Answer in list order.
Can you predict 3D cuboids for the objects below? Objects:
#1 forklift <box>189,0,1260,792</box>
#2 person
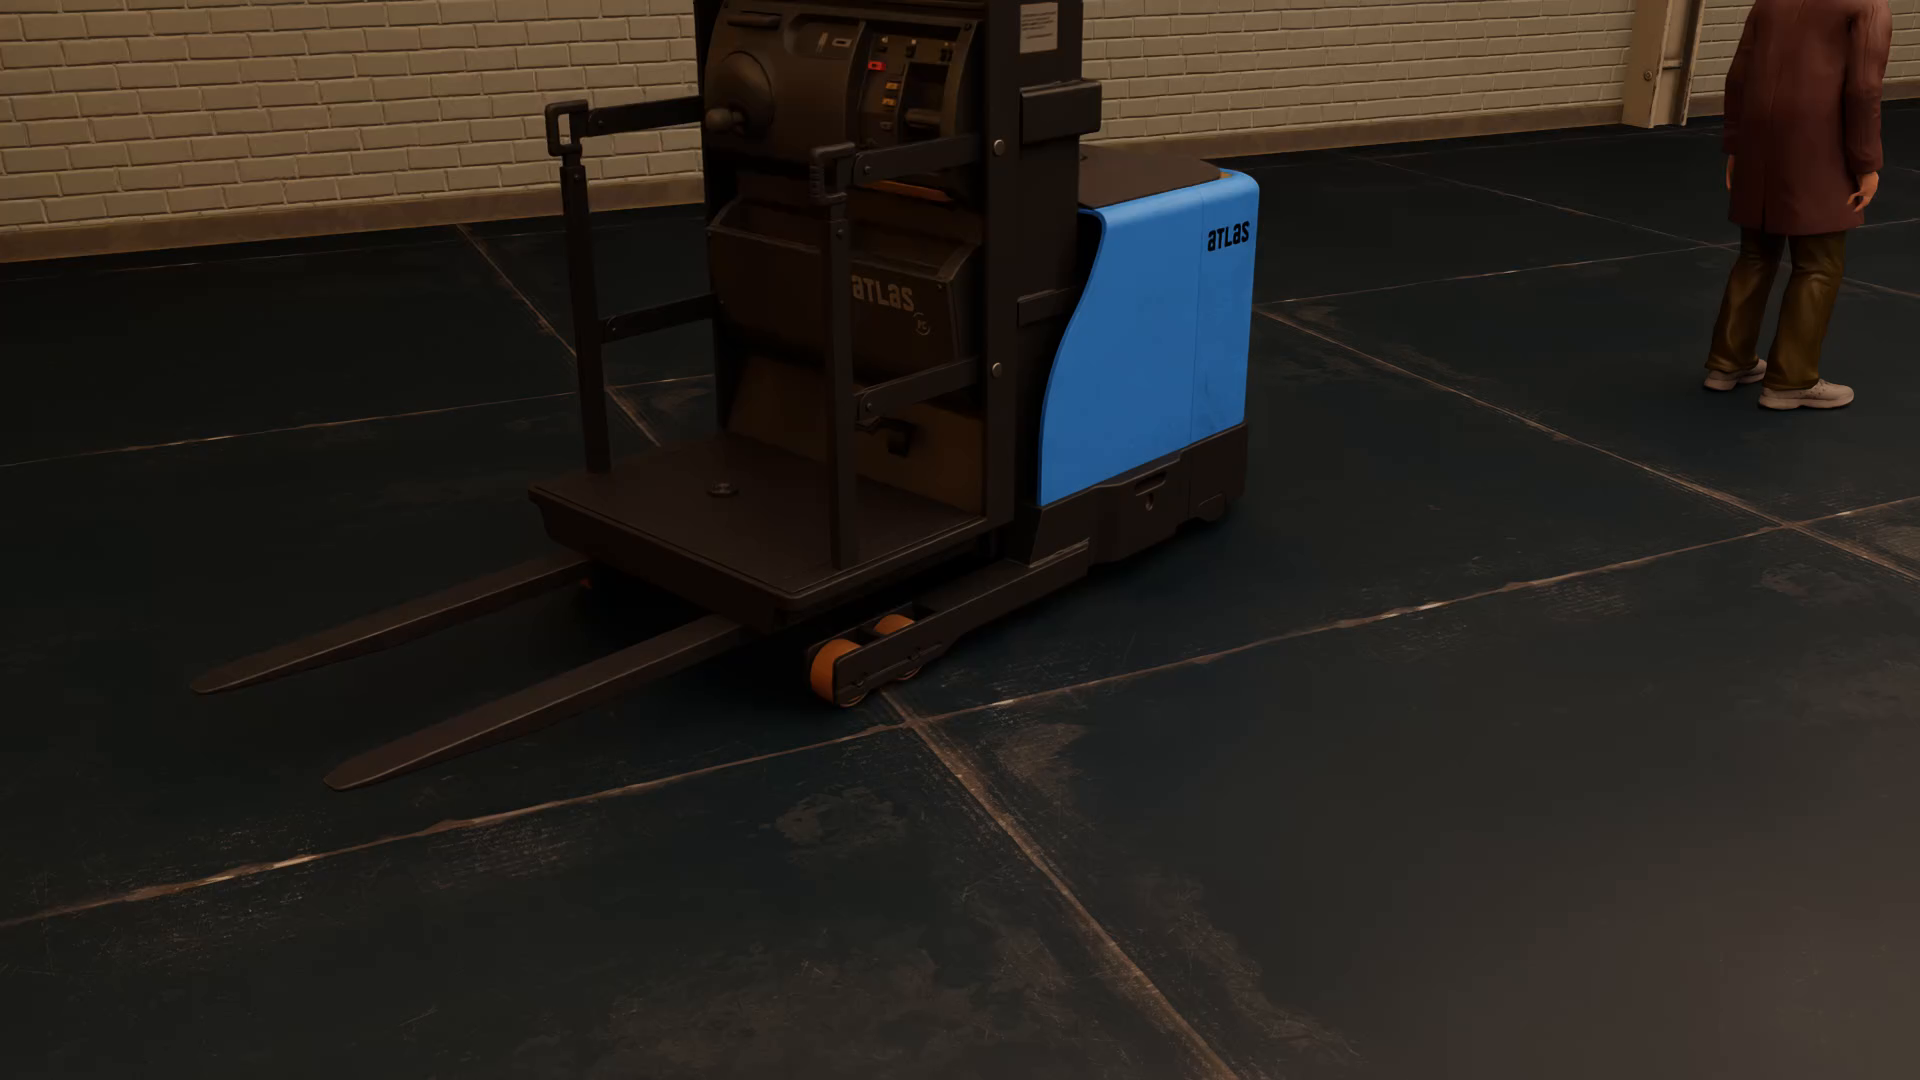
[{"bbox_3d":[-0.464,-1.161,4.081,1.130,2.935,3.031,19,29,39],"label":"forklift"},{"bbox_3d":[3.107,-1.397,6.160,0.436,1.772,0.644,-11,25,-25],"label":"person"}]
